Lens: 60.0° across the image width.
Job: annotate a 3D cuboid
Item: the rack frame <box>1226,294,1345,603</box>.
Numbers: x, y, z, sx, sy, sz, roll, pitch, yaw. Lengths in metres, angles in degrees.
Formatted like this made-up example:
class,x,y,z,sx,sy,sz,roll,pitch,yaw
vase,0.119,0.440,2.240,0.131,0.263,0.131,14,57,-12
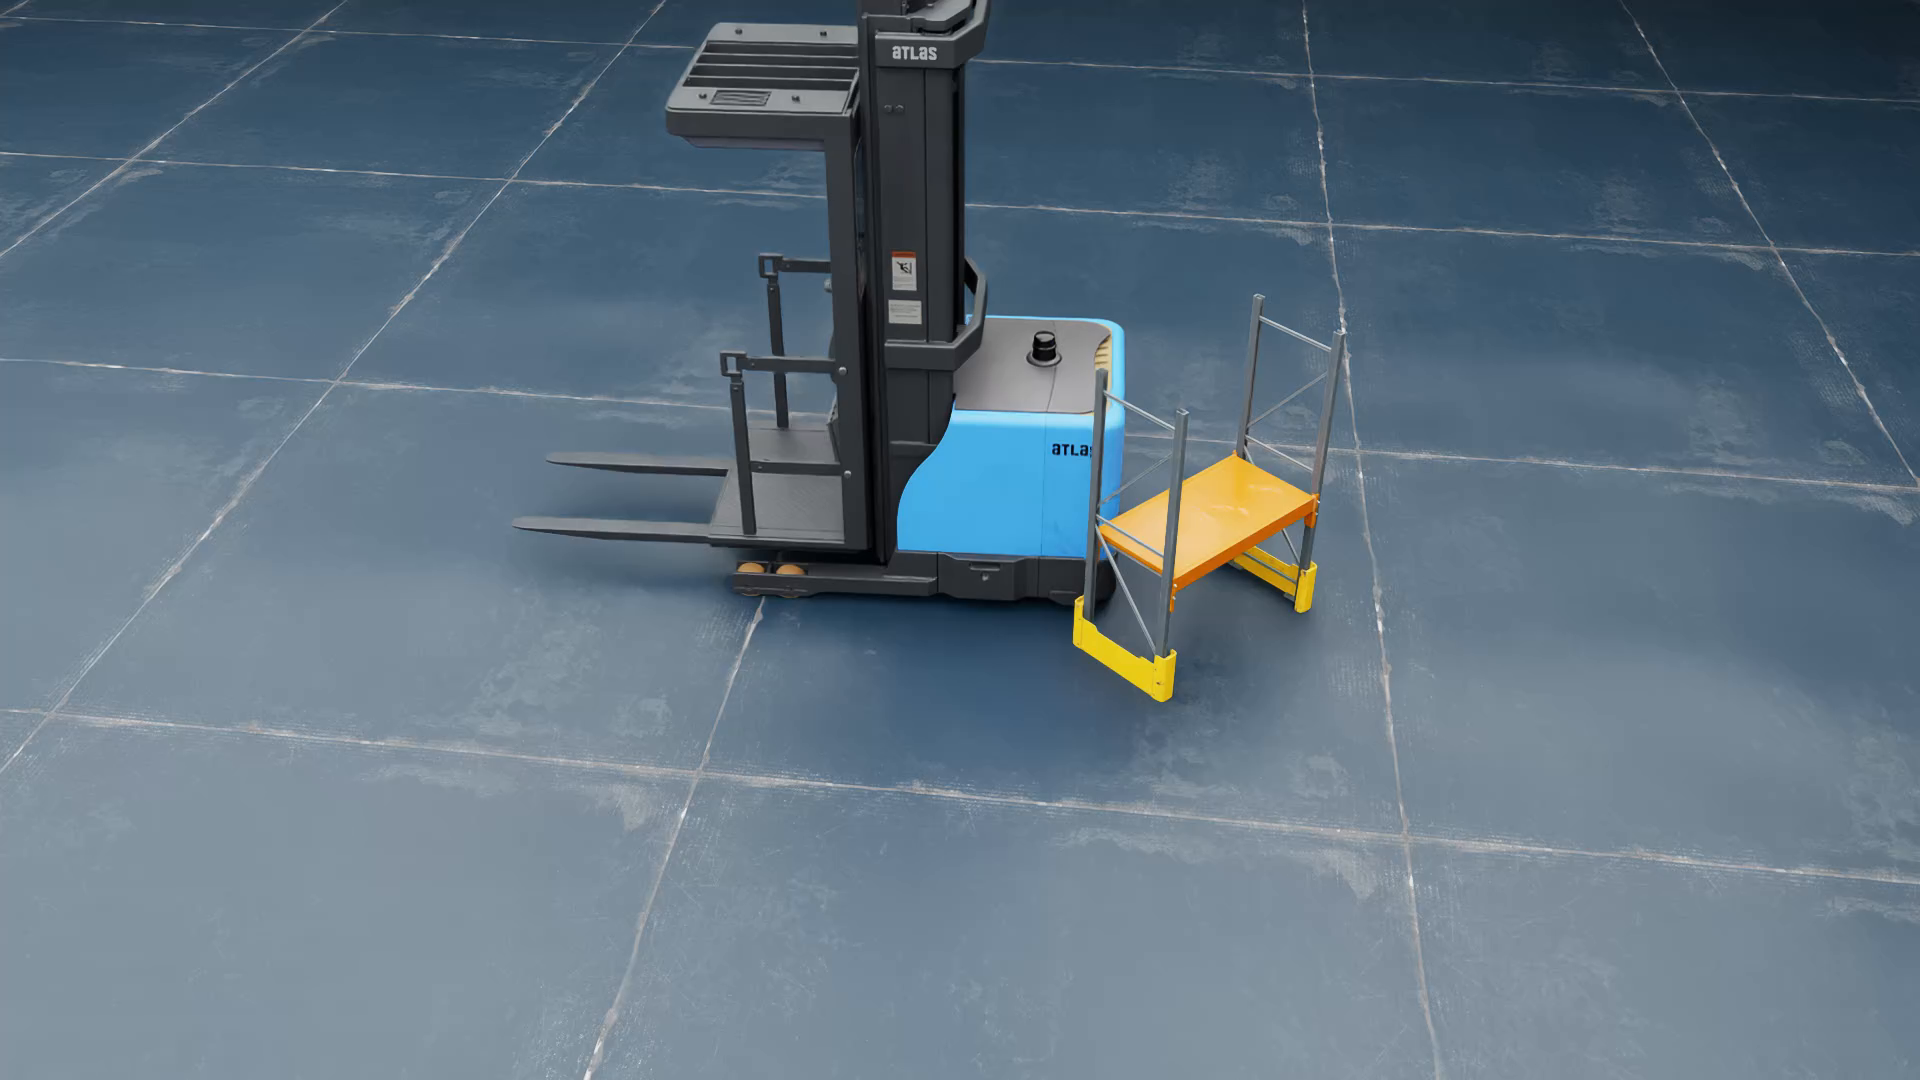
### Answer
class,x,y,z,sx,sy,sz,roll,pitch,yaw
rack frame,1.516,-0.401,7.878,0.032,1.500,0.500,-27,44,-33

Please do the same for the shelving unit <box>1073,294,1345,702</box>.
class,x,y,z,sx,sy,sz,roll,pitch,yaw
shelving unit,1.128,-0.202,7.599,1.083,1.500,0.587,-27,44,-33

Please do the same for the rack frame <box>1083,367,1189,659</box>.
class,x,y,z,sx,sy,sz,roll,pitch,yaw
rack frame,0.753,-0.010,7.330,0.032,1.500,0.500,-27,44,-33

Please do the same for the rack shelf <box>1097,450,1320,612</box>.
class,x,y,z,sx,sy,sz,roll,pitch,yaw
rack shelf,1.135,-0.059,7.709,1.000,0.185,0.538,-27,44,-33

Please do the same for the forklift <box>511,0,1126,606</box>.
class,x,y,z,sx,sy,sz,roll,pitch,yaw
forklift,-0.714,-1.209,7.778,3.031,2.935,1.130,3,36,4

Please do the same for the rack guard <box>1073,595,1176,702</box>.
class,x,y,z,sx,sy,sz,roll,pitch,yaw
rack guard,0.754,0.498,7.694,0.087,0.250,0.587,-27,44,-33

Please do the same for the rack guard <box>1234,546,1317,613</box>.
class,x,y,z,sx,sy,sz,roll,pitch,yaw
rack guard,1.501,0.115,8.231,0.087,0.250,0.587,-27,44,-33
